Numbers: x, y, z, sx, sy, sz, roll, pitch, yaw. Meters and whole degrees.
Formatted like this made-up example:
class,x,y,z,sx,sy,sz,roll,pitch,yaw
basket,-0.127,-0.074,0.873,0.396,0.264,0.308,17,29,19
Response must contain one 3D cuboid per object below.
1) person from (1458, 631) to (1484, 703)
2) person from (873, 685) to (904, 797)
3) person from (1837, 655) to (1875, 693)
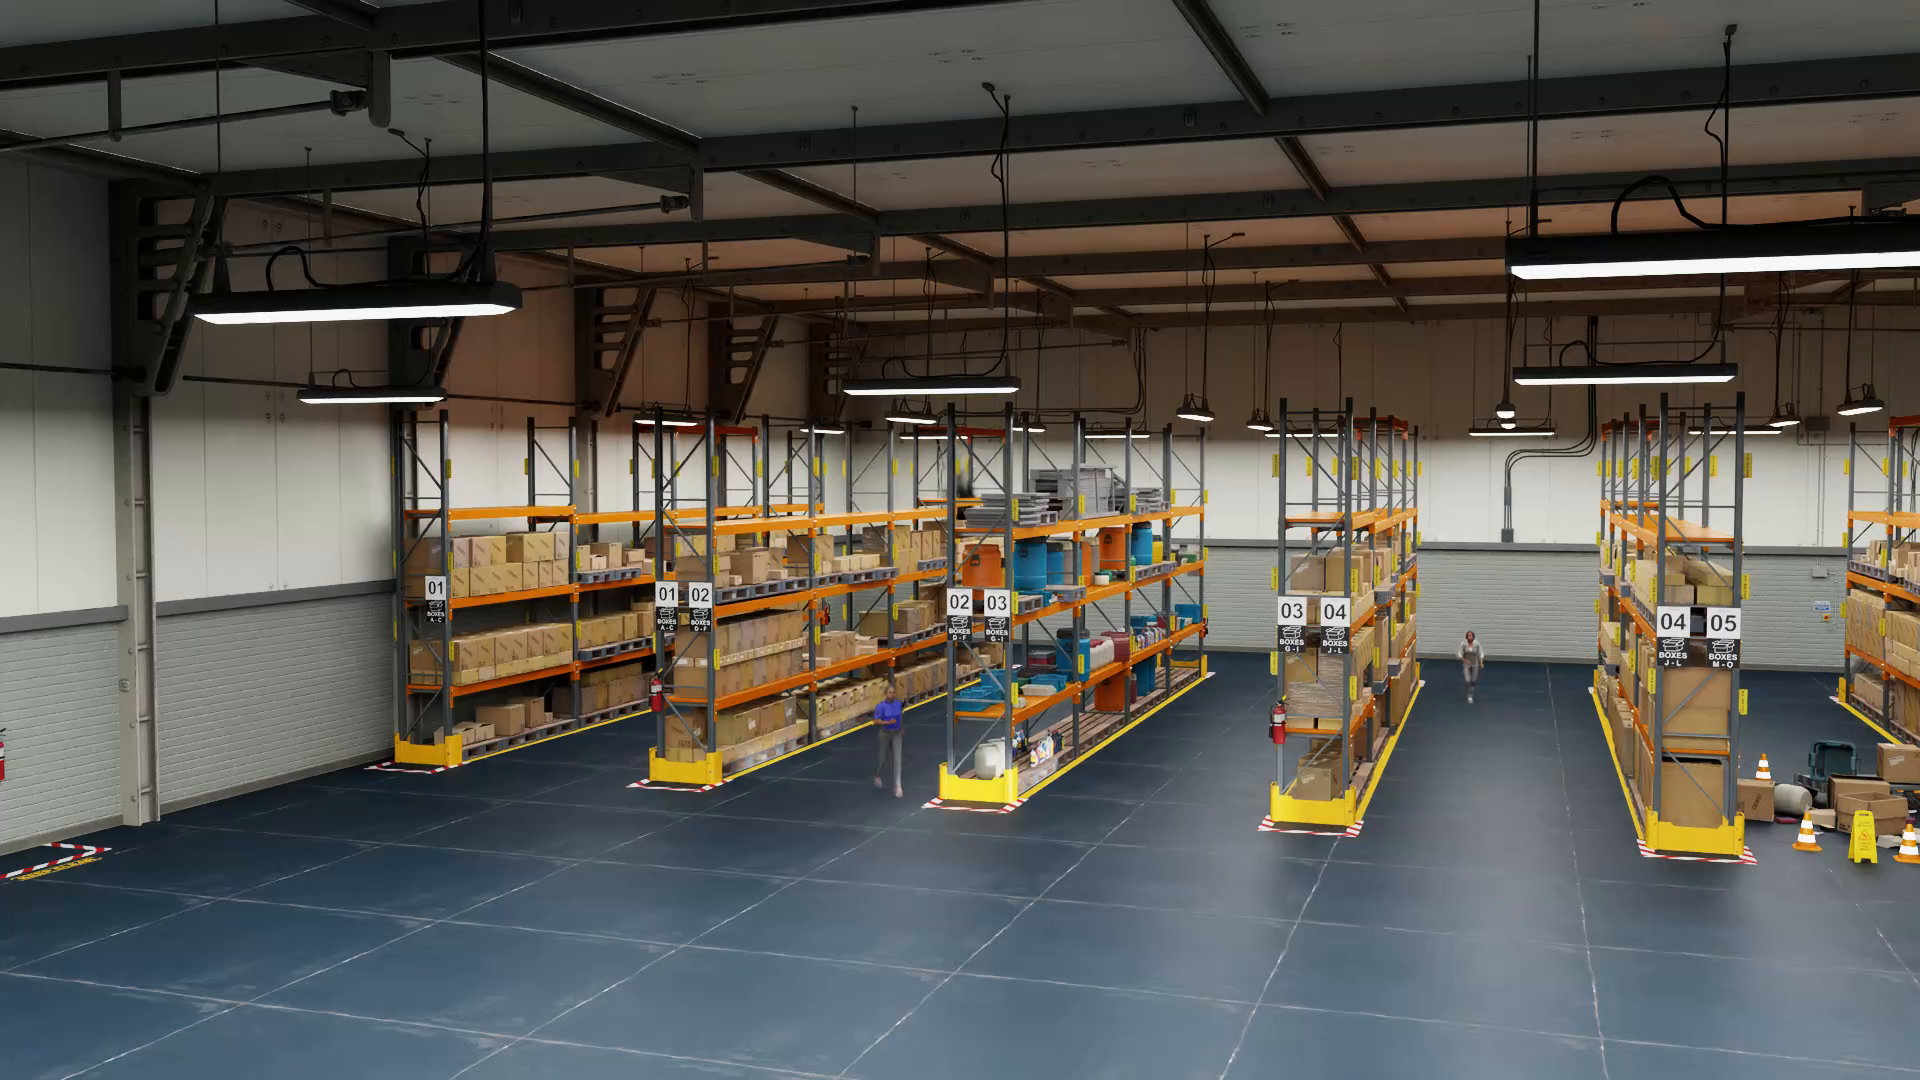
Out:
class,x,y,z,sx,sy,sz,roll,pitch,yaw
person,10.939,2.712,35.612,0.535,1.557,0.603,1,3,17
person,-1.096,3.058,25.577,0.566,1.649,0.929,-1,3,-23
person,19.834,2.550,36.570,0.970,1.739,0.761,2,3,34
